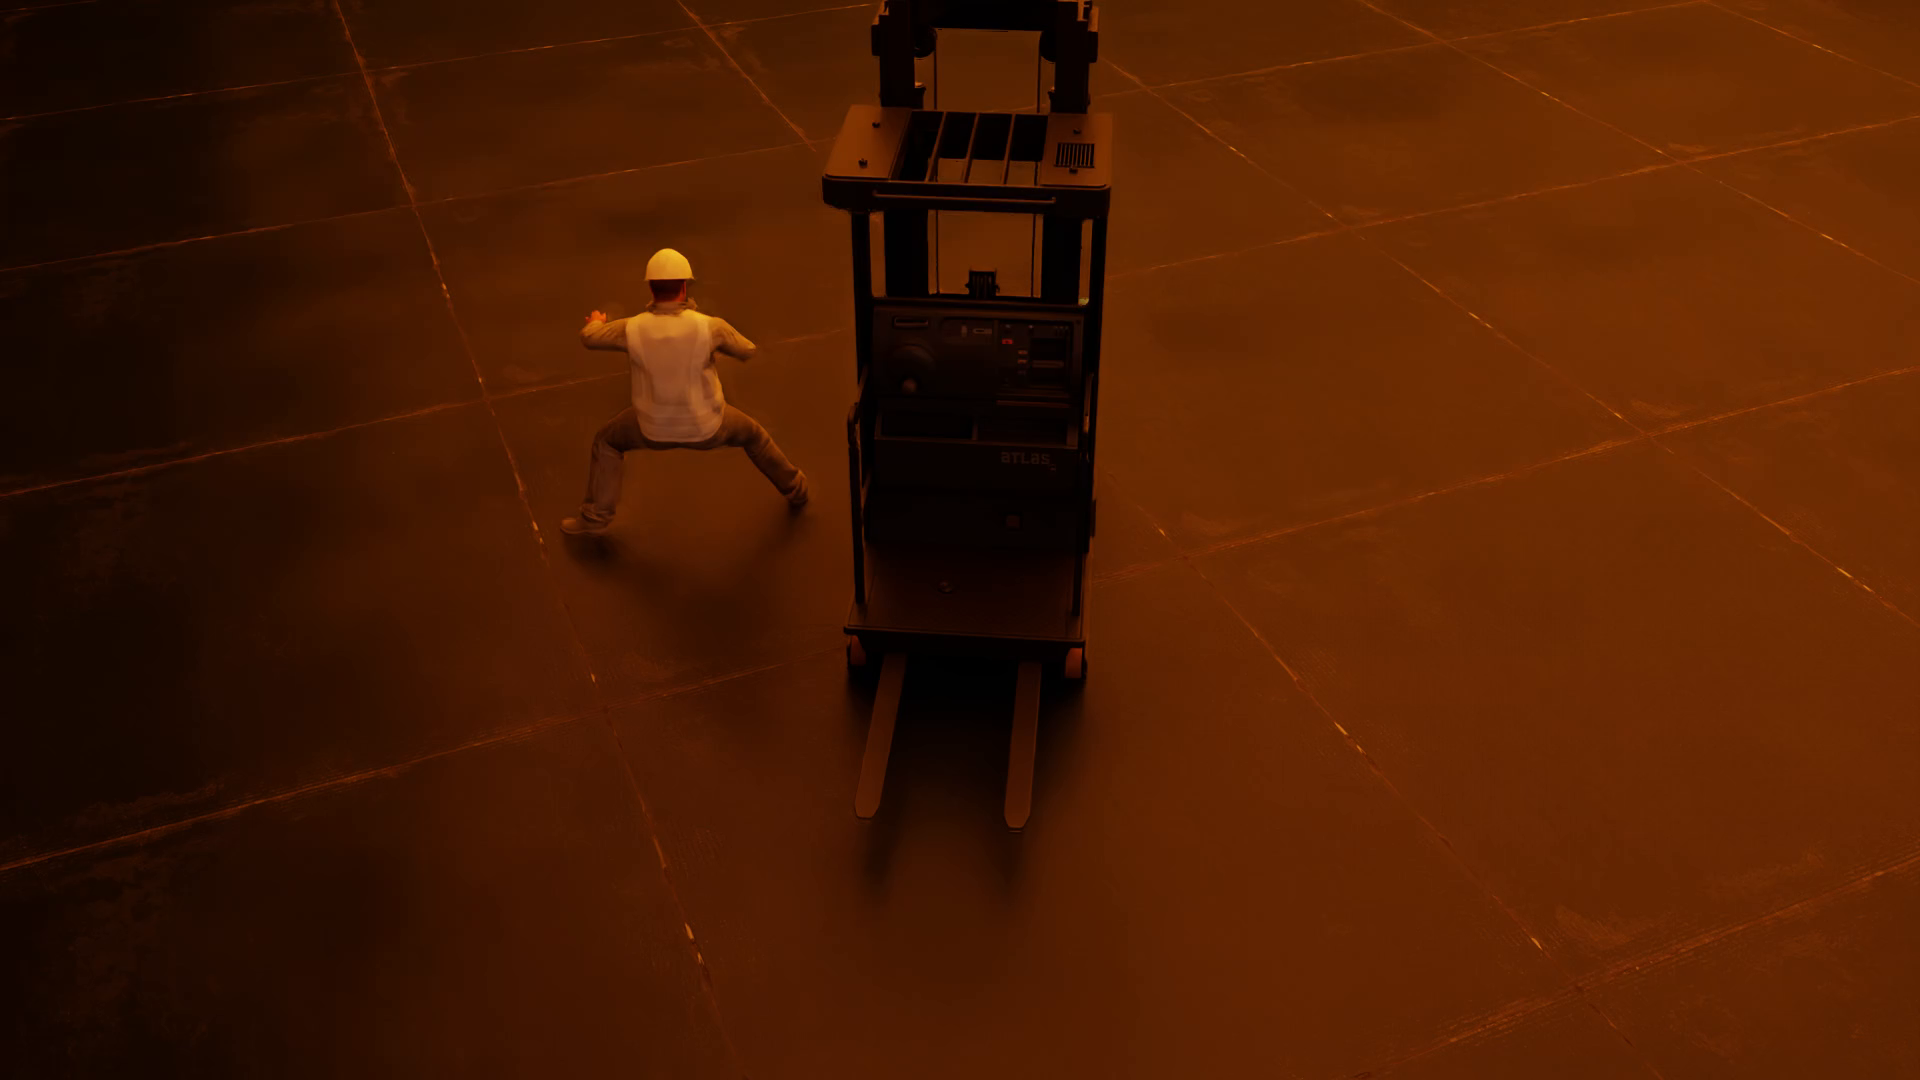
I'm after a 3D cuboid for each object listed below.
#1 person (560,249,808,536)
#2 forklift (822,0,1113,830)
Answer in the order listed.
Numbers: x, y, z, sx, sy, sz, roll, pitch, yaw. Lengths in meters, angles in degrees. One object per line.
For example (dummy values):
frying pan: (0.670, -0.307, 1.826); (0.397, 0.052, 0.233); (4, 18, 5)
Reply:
person: (-1.446, -0.765, 8.366); (1.271, 1.552, 0.727); (-1, 35, -2)
forklift: (0.058, -0.754, 7.158); (1.130, 2.935, 3.031); (3, 36, 4)
